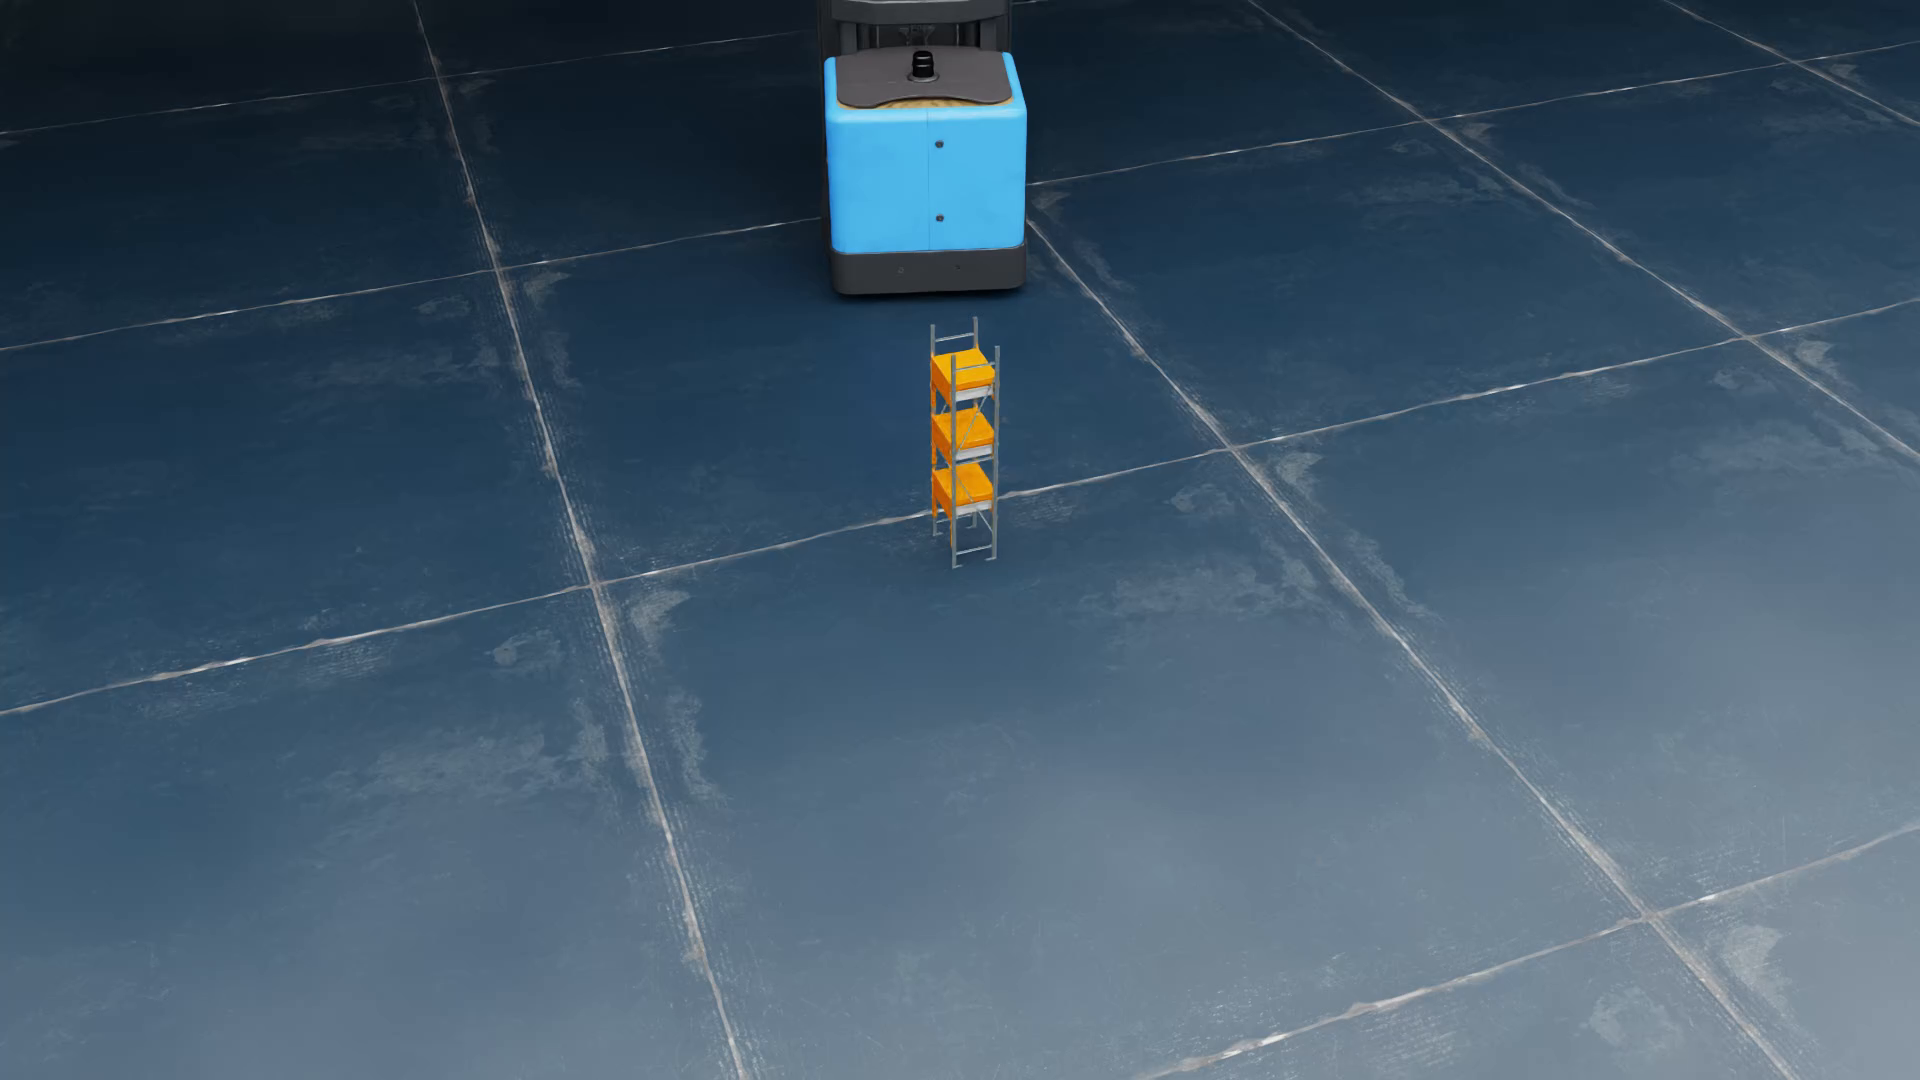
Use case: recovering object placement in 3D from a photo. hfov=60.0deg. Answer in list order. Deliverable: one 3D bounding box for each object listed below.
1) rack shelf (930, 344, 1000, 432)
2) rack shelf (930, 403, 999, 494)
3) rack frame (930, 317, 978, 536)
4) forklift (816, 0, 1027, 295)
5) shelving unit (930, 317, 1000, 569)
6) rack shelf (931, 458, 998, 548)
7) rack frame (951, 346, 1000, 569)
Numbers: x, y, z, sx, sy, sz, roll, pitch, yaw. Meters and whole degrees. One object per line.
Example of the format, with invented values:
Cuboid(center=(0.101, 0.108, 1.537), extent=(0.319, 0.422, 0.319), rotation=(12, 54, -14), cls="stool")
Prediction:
Cuboid(center=(0.018, -0.607, 6.730), extent=(0.215, 0.259, 0.240), rotation=(-12, 39, -16), cls="rack shelf")
Cuboid(center=(0.018, -0.381, 6.900), extent=(0.215, 0.259, 0.240), rotation=(-12, 39, -16), cls="rack shelf")
Cuboid(center=(-0.024, -0.458, 6.986), extent=(0.200, 1.050, 0.008), rotation=(-12, 39, -16), cls="rack frame")
Cuboid(center=(-0.275, -3.349, 9.260), extent=(1.130, 2.935, 3.031), rotation=(-3, 37, -3), cls="forklift")
Cuboid(center=(0.018, -0.389, 6.894), extent=(0.215, 1.050, 0.252), rotation=(-12, 39, -16), cls="shelving unit")
Cuboid(center=(0.018, -0.159, 7.068), extent=(0.215, 0.259, 0.240), rotation=(-12, 39, -16), cls="rack shelf")
Cuboid(center=(0.060, -0.320, 6.803), extent=(0.200, 1.050, 0.008), rotation=(-12, 39, -16), cls="rack frame")
